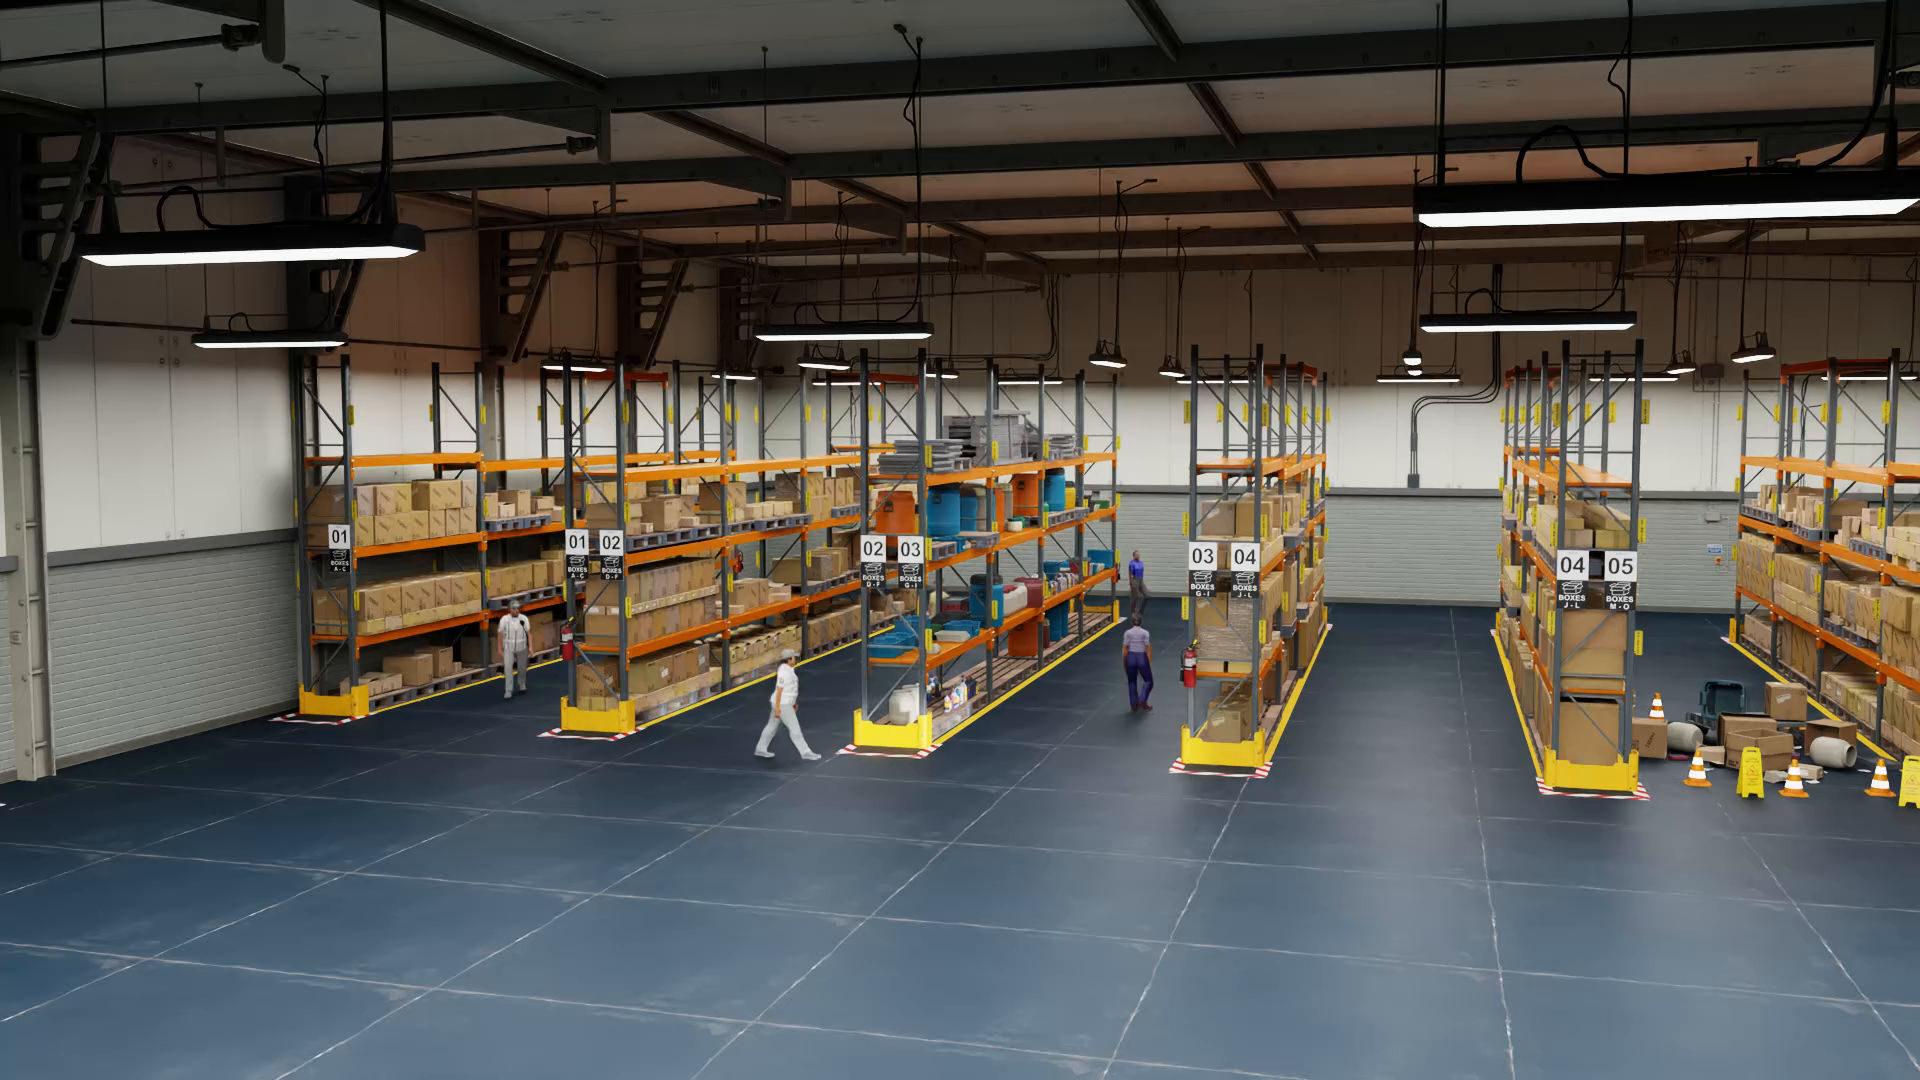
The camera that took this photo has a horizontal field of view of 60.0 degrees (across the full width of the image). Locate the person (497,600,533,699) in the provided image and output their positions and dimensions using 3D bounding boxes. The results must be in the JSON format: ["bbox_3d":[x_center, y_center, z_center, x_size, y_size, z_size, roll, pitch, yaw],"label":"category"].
[{"bbox_3d":[-7.907,1.903,29.558,0.621,1.692,1.114,-1,4,-13],"label":"person"}]

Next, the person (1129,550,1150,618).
[{"bbox_3d":[4.406,1.110,41.055,0.507,1.706,0.477,-4,6,-41],"label":"person"}]

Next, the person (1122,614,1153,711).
[{"bbox_3d":[3.011,2.081,28.110,0.537,1.645,0.494,1,4,15],"label":"person"}]

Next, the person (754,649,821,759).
[{"bbox_3d":[-2.496,2.368,24.138,0.995,1.592,0.538,0,4,2],"label":"person"}]

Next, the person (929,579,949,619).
[{"bbox_3d":[-0.460,1.612,34.265,0.507,1.603,1.064,1,4,16],"label":"person"}]
